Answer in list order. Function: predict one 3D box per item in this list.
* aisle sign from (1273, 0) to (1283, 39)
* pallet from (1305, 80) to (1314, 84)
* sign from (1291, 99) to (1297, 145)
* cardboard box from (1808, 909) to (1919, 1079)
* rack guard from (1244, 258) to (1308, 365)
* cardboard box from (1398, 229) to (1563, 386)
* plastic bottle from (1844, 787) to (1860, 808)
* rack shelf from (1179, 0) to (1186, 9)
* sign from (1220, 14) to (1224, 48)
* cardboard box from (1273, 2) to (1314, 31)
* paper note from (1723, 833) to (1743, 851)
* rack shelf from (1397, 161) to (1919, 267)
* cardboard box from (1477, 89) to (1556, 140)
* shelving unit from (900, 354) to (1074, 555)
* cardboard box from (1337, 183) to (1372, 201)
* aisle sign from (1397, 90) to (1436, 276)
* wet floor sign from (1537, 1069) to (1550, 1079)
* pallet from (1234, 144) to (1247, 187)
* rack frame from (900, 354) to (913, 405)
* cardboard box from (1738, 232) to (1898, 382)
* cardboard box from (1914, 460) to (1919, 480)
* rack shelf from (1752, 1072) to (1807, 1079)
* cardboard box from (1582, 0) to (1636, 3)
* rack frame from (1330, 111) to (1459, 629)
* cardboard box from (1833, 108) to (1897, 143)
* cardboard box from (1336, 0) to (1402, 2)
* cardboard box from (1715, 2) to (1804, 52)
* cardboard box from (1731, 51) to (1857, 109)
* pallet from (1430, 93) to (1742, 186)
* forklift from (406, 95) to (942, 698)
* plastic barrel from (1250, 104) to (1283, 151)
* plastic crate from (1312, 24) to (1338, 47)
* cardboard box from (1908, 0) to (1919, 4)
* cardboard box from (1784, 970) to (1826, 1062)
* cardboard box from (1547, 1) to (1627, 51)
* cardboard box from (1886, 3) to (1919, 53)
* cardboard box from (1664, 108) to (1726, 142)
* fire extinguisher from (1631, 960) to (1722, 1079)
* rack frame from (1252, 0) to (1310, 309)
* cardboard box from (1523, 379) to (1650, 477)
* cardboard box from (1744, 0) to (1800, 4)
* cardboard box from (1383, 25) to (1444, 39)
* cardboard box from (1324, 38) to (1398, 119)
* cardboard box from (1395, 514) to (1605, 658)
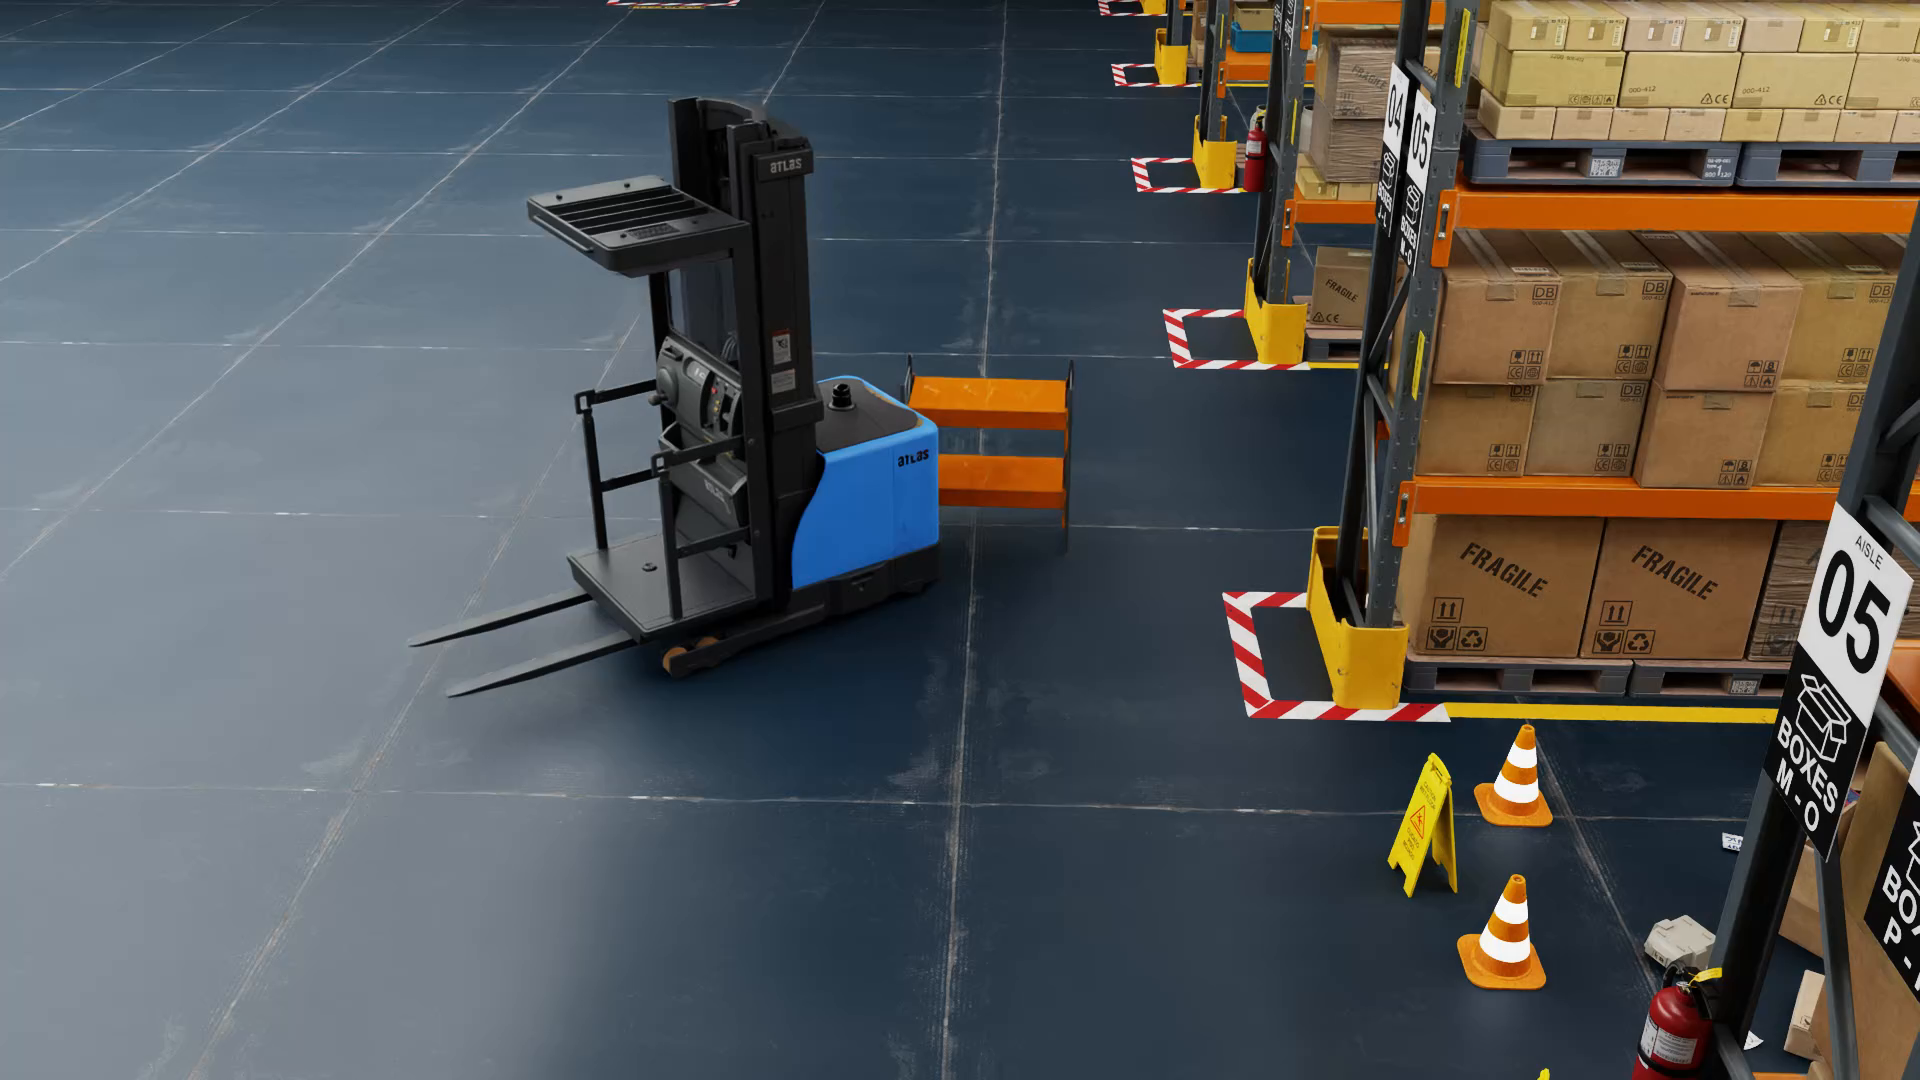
[{"bbox_3d":[2.470,-4.297,12.803,0.004,0.787,0.394,1,28,2],"label":"aisle sign"},{"bbox_3d":[4.856,-6.397,22.518,1.213,0.211,1.003,1,28,2],"label":"pallet"},{"bbox_3d":[2.502,-3.135,12.463,0.005,0.325,0.100,1,28,2],"label":"sign"},{"bbox_3d":[2.723,1.336,4.528,0.500,0.500,0.500,0,28,1],"label":"cardboard box"},{"bbox_3d":[2.597,-1.901,13.728,0.348,0.500,1.175,1,28,2],"label":"rack guard"},{"bbox_3d":[2.614,-1.206,8.435,0.550,0.550,0.875,1,28,2],"label":"cardboard box"},{"bbox_3d":[4.393,1.314,8.132,0.133,0.061,0.283,-9,29,-16],"label":"plastic bottle"},{"bbox_3d":[4.873,-7.293,21.998,4.000,0.370,1.077,1,28,2],"label":"rack shelf"},{"bbox_3d":[2.672,-5.190,16.968,0.005,0.325,0.100,1,28,2],"label":"sign"},{"bbox_3d":[4.402,-6.823,22.031,0.500,0.500,0.500,1,28,2],"label":"cardboard box"},{"bbox_3d":[3.710,1.445,7.918,0.142,0.017,0.144,11,30,19],"label":"paper note"},{"bbox_3d":[4.244,-1.661,8.172,4.000,0.370,1.077,1,28,2],"label":"rack shelf"},{"bbox_3d":[2.576,-1.975,7.709,0.250,0.149,0.380,1,28,2],"label":"cardboard box"},{"bbox_3d":[0.176,-0.540,10.493,1.048,1.125,0.538,2,28,4],"label":"shelving unit"},{"bbox_3d":[3.046,-2.767,12.960,0.250,0.149,0.380,1,28,2],"label":"cardboard box"},{"bbox_3d":[2.163,-1.696,7.897,0.004,0.787,0.394,1,28,2],"label":"aisle sign"},{"bbox_3d":[2.019,2.168,5.897,0.232,0.644,0.267,11,30,19],"label":"wet floor sign"},{"bbox_3d":[3.585,-4.098,18.181,1.213,0.211,1.003,1,28,2],"label":"pallet"},{"bbox_3d":[-0.331,-0.557,10.525,0.032,1.125,0.500,2,28,4],"label":"rack frame"},{"bbox_3d":[4.256,-1.219,8.460,0.500,0.550,0.875,1,28,2],"label":"cardboard box"},{"bbox_3d":[4.787,-0.750,8.728,0.550,0.550,0.875,1,28,2],"label":"cardboard box"},{"bbox_3d":[4.170,1.983,4.501,4.000,0.370,1.077,1,28,2],"label":"rack shelf"},{"bbox_3d":[3.099,-2.628,8.089,0.250,0.149,0.380,1,28,3],"label":"cardboard box"},{"bbox_3d":[2.245,-0.687,8.769,0.127,3.000,1.000,1,28,2],"label":"rack frame"},{"bbox_3d":[4.092,-1.951,7.663,0.250,0.149,0.380,1,28,2],"label":"cardboard box"},{"bbox_3d":[2.993,-4.137,12.235,0.500,0.250,0.500,2,28,3],"label":"cardboard box"},{"bbox_3d":[3.583,-2.312,7.493,0.250,0.149,0.380,0,28,1],"label":"cardboard box"},{"bbox_3d":[3.730,-2.163,7.638,0.500,0.250,0.500,1,28,1],"label":"cardboard box"},{"bbox_3d":[2.987,-1.966,8.073,1.213,0.211,1.003,1,28,2],"label":"pallet"},{"bbox_3d":[-1.614,-0.813,9.079,3.031,2.935,1.130,-18,33,-30],"label":"forklift"},{"bbox_3d":[3.356,-4.437,18.050,0.421,0.512,0.421,0,28,0],"label":"plastic barrel"},{"bbox_3d":[3.855,-5.378,17.777,0.408,0.251,0.499,1,28,2],"label":"plastic crate"},{"bbox_3d":[4.619,-2.603,8.042,0.250,0.149,0.380,1,28,2],"label":"cardboard box"},{"bbox_3d":[3.552,1.967,6.805,0.250,0.149,0.380,16,32,28],"label":"cardboard box"},{"bbox_3d":[2.818,-2.324,7.516,0.250,0.149,0.380,1,28,2],"label":"cardboard box"},{"bbox_3d":[4.348,-2.299,7.469,0.250,0.149,0.380,1,28,2],"label":"cardboard box"},{"bbox_3d":[3.335,-1.963,7.686,0.250,0.149,0.380,1,28,2],"label":"cardboard box"},{"bbox_3d":[2.073,1.448,4.823,0.183,0.674,0.296,1,28,2],"label":"fire extinguisher"},{"bbox_3d":[2.521,-3.007,13.145,0.127,3.000,1.000,1,28,2],"label":"rack frame"},{"bbox_3d":[3.168,-0.769,8.764,0.550,0.550,0.875,1,28,2],"label":"cardboard box"},{"bbox_3d":[3.864,-2.615,8.066,0.250,0.149,0.380,1,28,1],"label":"cardboard box"},{"bbox_3d":[3.579,-3.725,13.008,0.500,0.500,0.500,1,28,2],"label":"cardboard box"},{"bbox_3d":[3.061,-3.488,12.560,0.500,0.500,0.500,1,28,2],"label":"cardboard box"},{"bbox_3d":[2.925,0.047,9.205,0.875,0.875,0.875,1,28,2],"label":"cardboard box"}]
